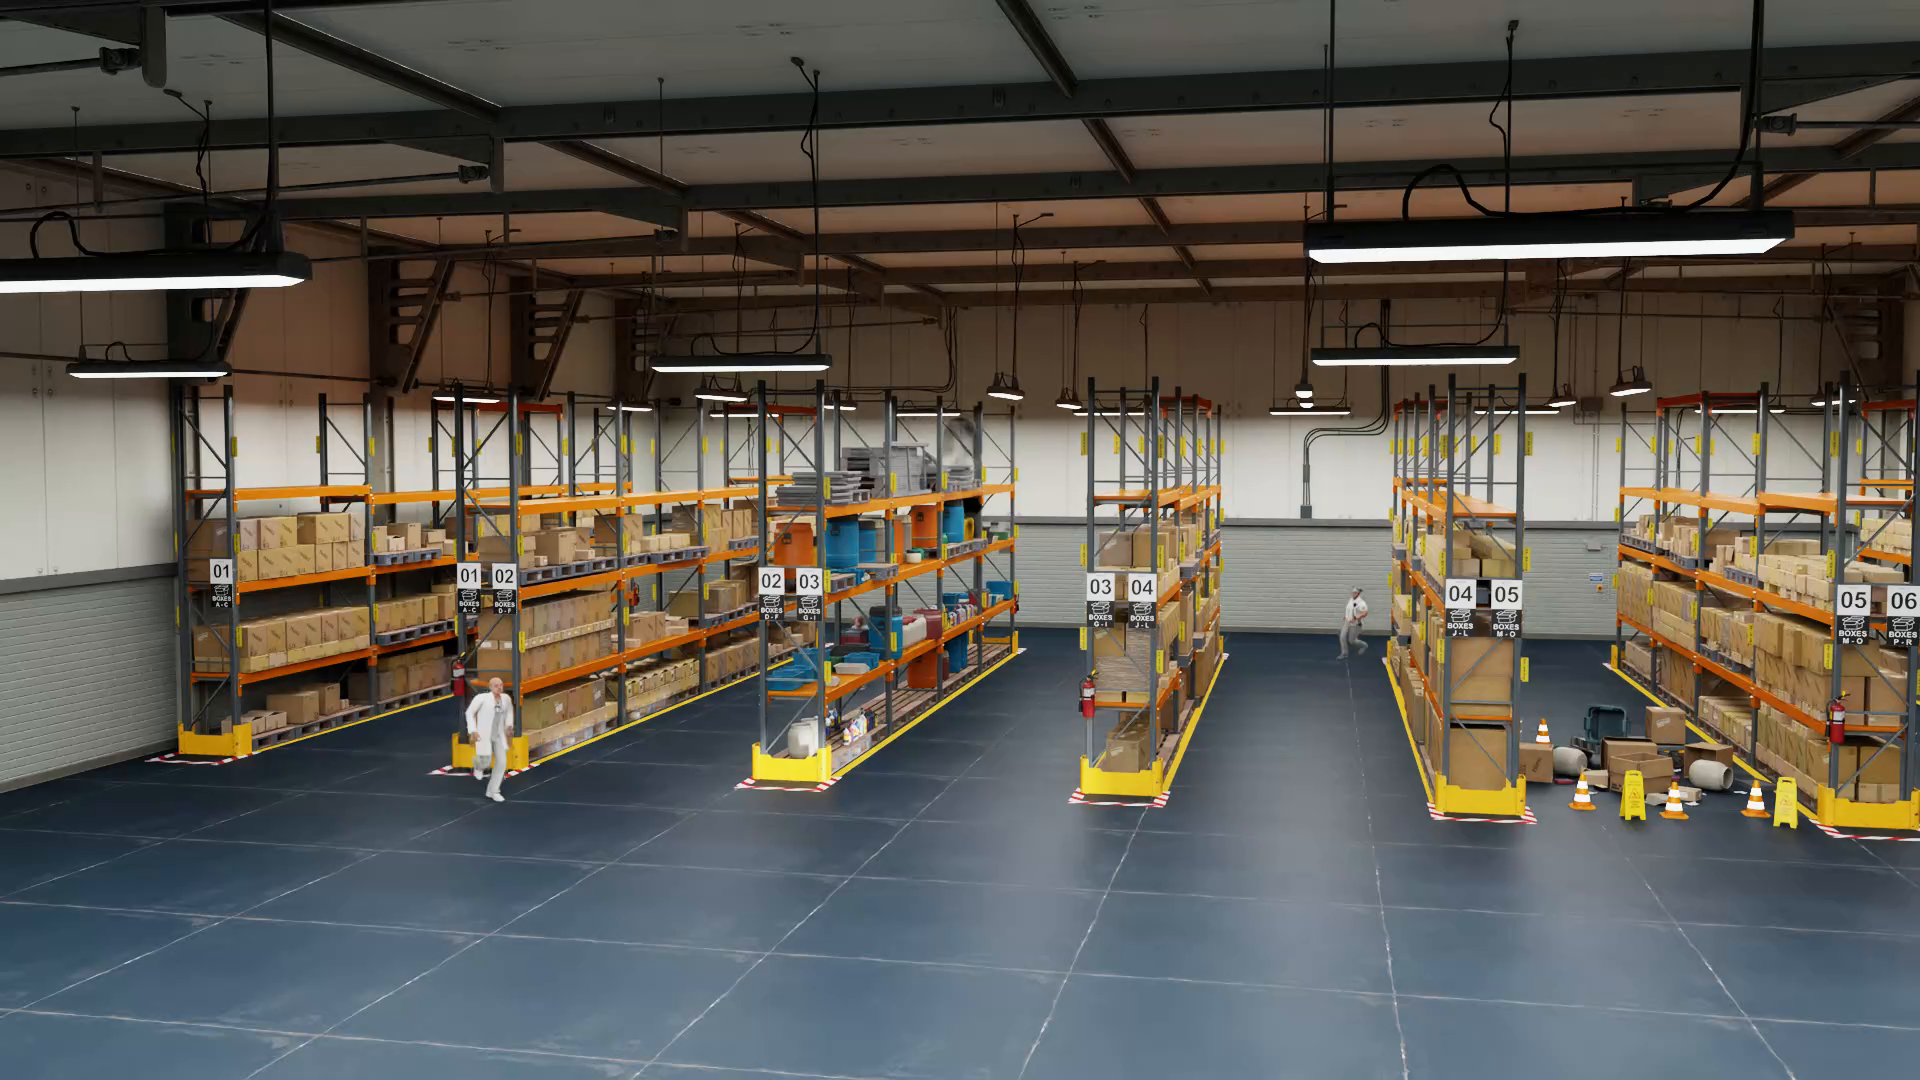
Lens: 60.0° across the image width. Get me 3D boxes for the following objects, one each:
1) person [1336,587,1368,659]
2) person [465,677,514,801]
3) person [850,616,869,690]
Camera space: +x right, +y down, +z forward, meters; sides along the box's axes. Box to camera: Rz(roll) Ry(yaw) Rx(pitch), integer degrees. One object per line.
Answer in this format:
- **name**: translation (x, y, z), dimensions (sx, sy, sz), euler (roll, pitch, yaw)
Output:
- **person**: translation (9.347, 1.957, 39.247), dimensions (0.769, 1.743, 0.707), euler (-1, 4, -25)
- **person**: translation (-6.739, 2.827, 23.816), dimensions (0.729, 1.759, 0.873), euler (-3, 4, -40)
- **person**: translation (-2.047, 2.322, 34.435), dimensions (0.506, 1.541, 0.690), euler (1, 3, 15)
